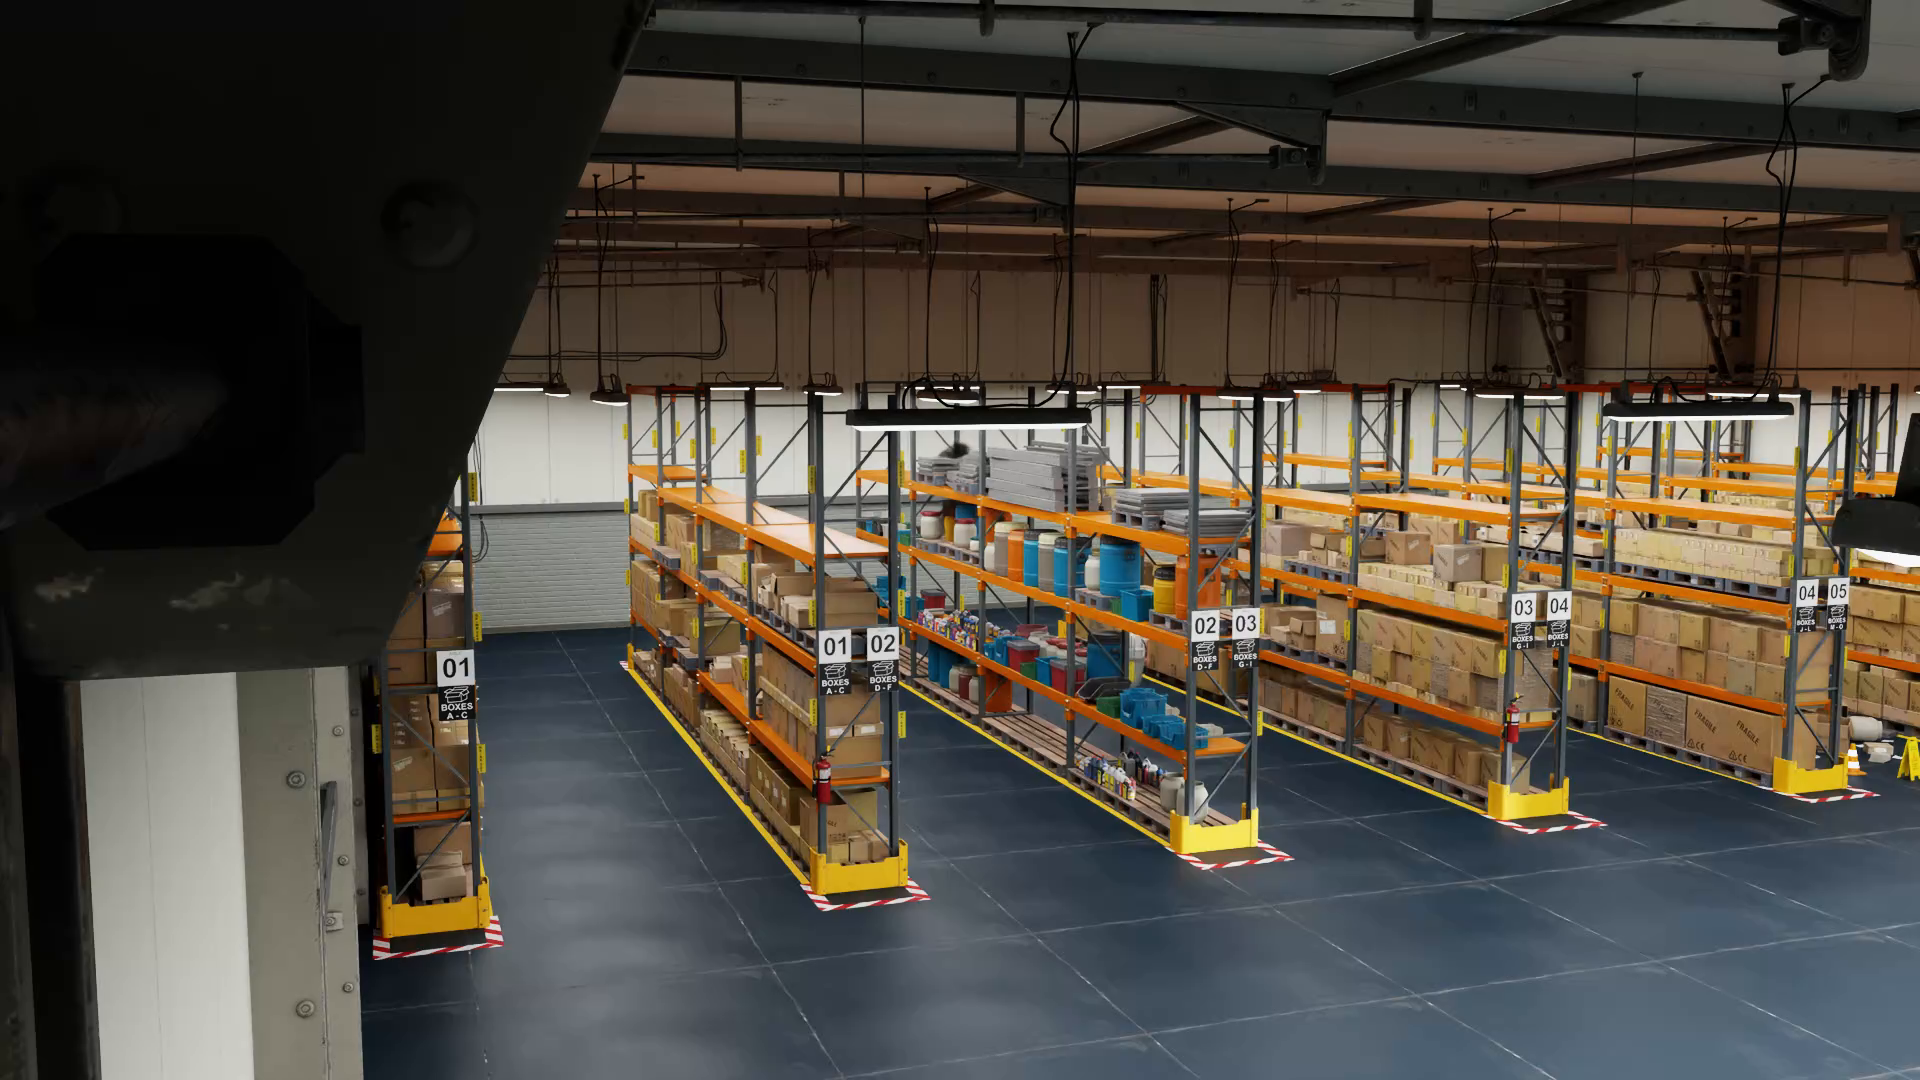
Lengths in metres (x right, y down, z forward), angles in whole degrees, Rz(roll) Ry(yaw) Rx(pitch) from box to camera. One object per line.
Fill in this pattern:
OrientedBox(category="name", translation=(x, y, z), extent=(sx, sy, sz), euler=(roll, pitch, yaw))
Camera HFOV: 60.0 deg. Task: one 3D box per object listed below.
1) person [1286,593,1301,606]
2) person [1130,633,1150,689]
OrientedBox(category="person", translation=(8.347, 1.309, 41.124), extent=(0.533, 1.591, 0.623), euler=(3, 7, 25))
OrientedBox(category="person", translation=(3.283, 2.223, 31.540), extent=(0.653, 1.788, 0.508), euler=(1, 6, 10))
